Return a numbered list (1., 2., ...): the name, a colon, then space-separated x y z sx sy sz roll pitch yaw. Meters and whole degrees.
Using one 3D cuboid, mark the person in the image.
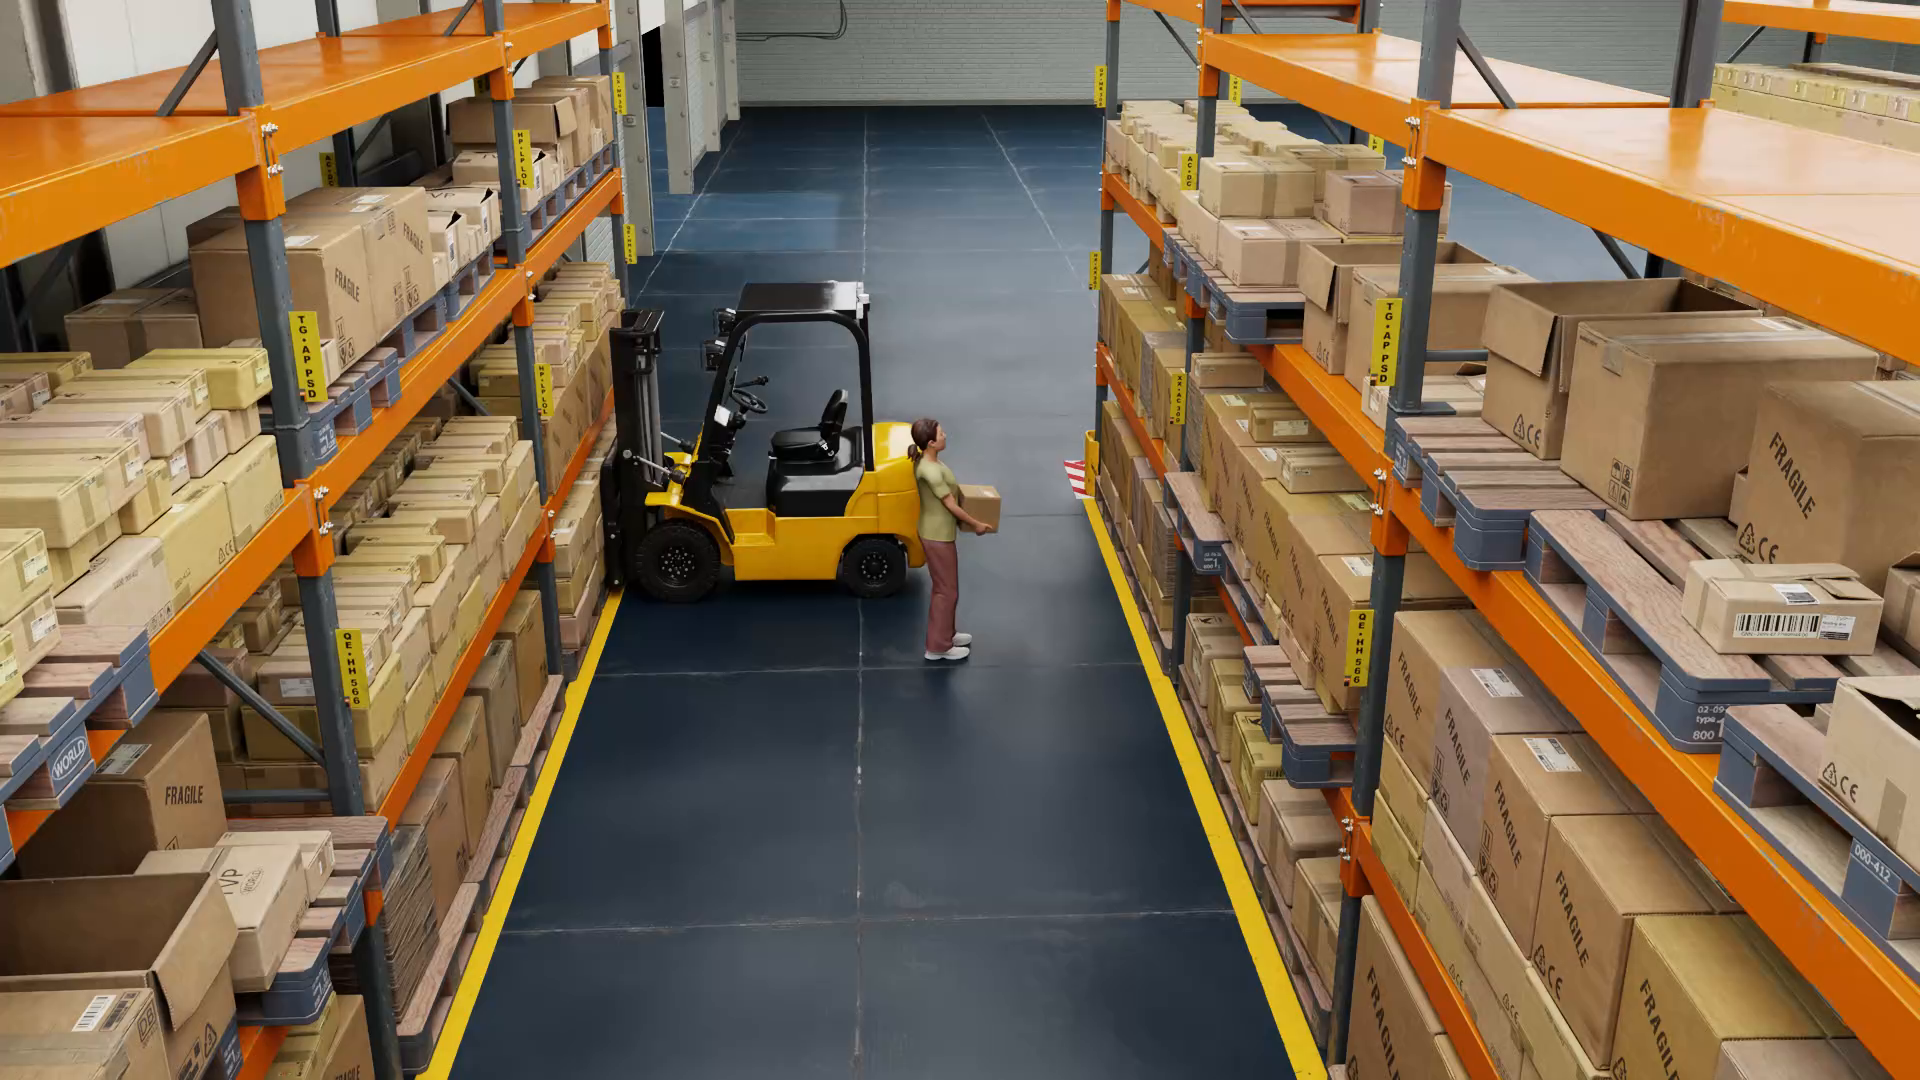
1. person: -0.081 -0.022 11.156 0.559 1.661 0.428 -4 21 -10
